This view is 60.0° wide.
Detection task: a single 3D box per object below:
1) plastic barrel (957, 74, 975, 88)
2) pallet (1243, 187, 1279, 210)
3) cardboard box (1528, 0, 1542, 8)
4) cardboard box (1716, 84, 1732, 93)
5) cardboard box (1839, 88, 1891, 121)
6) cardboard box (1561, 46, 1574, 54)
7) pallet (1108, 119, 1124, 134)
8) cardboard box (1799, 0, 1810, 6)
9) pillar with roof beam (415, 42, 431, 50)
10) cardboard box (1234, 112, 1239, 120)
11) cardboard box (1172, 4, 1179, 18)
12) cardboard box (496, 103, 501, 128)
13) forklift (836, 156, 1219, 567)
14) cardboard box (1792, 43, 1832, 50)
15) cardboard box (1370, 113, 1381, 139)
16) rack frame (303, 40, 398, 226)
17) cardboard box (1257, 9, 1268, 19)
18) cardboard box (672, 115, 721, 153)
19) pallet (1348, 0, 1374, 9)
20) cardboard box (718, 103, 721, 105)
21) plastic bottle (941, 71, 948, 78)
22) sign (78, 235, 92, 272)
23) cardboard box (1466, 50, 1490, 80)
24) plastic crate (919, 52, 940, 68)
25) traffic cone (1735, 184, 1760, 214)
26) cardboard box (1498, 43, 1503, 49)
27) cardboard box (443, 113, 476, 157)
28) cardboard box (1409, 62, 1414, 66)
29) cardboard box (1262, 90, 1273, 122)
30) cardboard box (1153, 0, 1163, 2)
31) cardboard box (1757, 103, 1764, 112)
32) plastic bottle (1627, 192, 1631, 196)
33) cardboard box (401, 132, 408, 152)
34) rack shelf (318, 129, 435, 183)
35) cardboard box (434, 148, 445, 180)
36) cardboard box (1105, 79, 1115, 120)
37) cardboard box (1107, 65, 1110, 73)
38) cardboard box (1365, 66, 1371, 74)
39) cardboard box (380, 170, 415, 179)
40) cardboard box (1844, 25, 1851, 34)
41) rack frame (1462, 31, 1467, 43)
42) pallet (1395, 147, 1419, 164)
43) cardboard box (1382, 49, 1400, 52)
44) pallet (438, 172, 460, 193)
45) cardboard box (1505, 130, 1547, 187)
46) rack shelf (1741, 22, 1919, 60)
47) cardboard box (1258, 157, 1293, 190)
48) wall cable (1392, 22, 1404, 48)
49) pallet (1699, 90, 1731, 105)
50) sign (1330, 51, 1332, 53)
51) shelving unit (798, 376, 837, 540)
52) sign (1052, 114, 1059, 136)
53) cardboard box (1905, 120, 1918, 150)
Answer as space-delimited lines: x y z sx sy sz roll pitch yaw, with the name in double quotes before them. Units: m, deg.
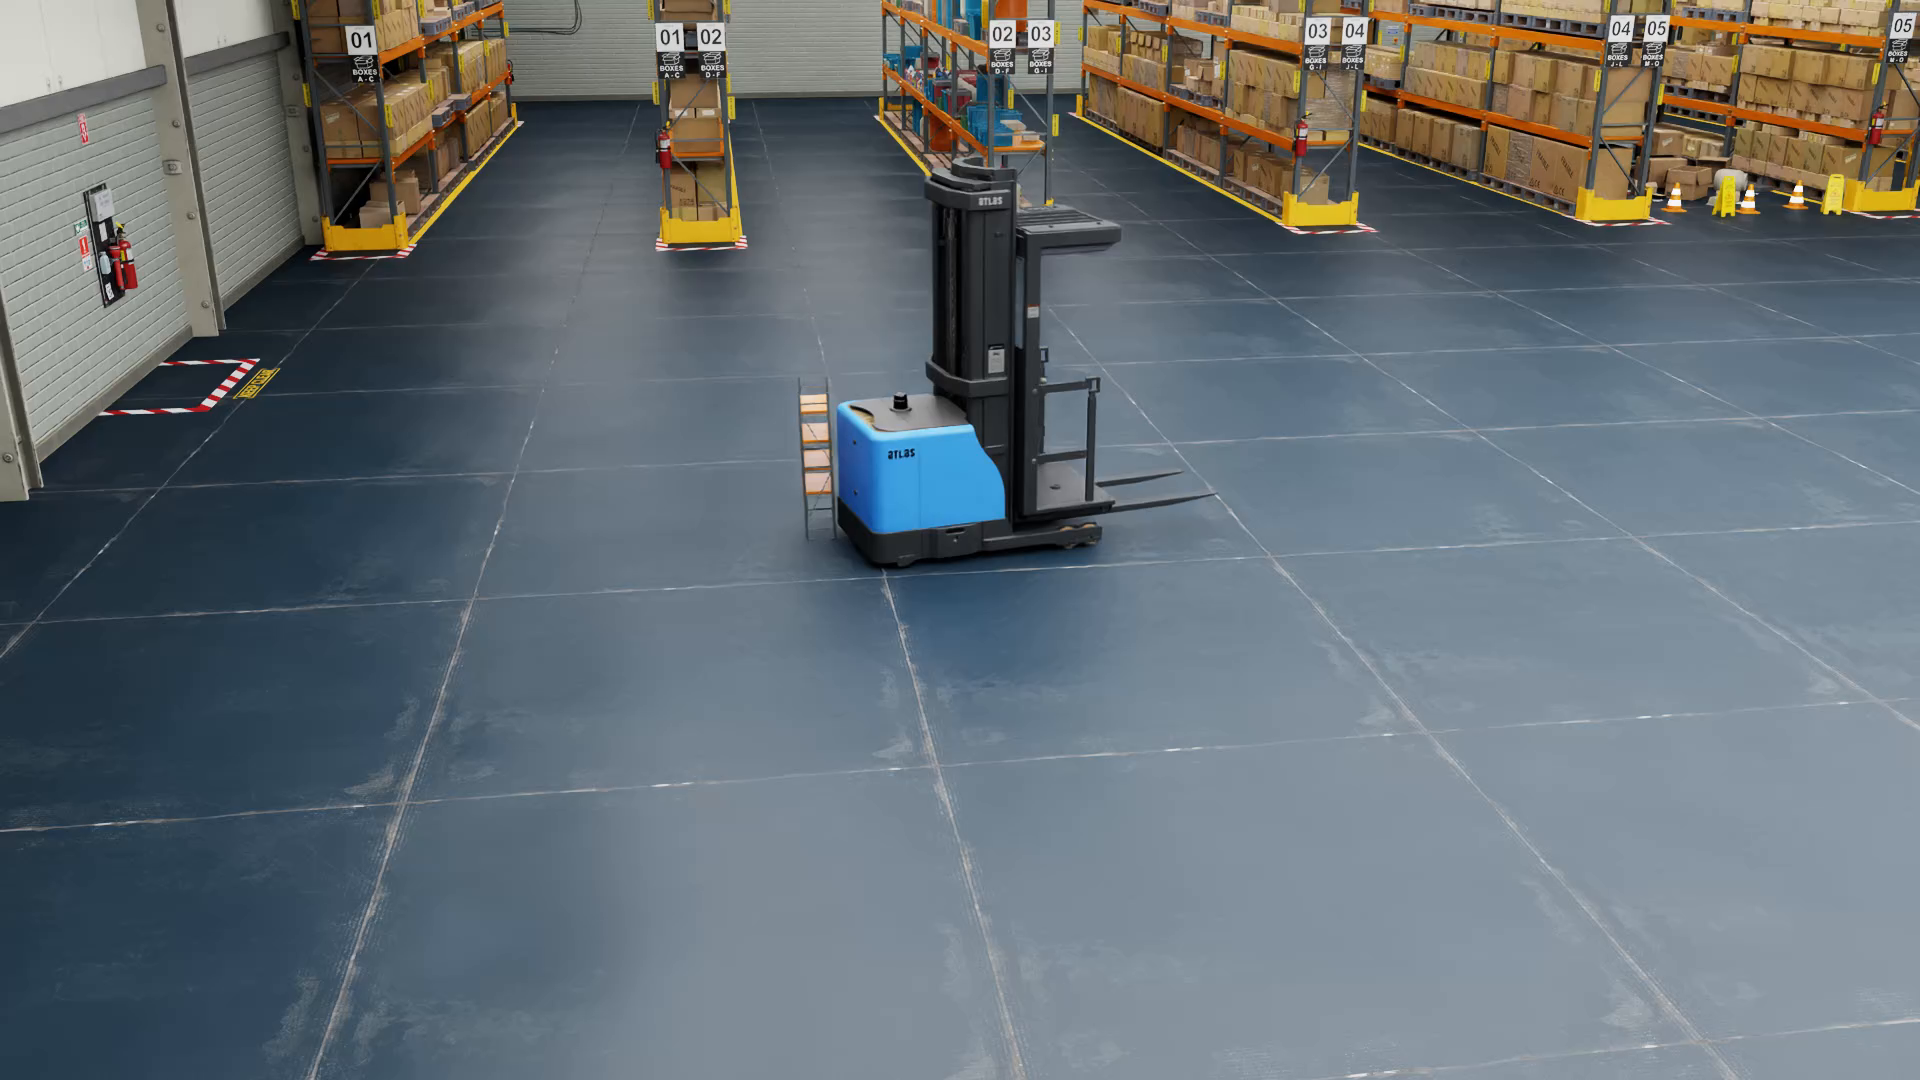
"plastic barrel" 0.132 -8.736 32.158 0.421 0.512 0.421 0 20 0
"pallet" 5.561 -5.933 28.800 1.003 0.211 1.213 -3 21 -8
"cardboard box" 10.114 -9.294 28.572 0.500 0.250 0.500 -3 21 -8
"cardboard box" 14.710 -8.637 31.812 0.380 0.149 0.250 -3 21 -7
"cardboard box" 15.283 -7.369 28.090 0.500 0.500 0.500 -3 21 -9
"cardboard box" 13.853 -11.163 37.245 0.500 0.500 0.500 -3 21 -9
"pallet" 4.065 -9.624 38.683 1.003 0.211 1.213 -3 21 -8
"cardboard box" 15.021 -9.481 29.245 0.380 0.149 0.250 -3 21 -9
"pillar with roof beam" -7.304 -13.140 35.537 9.100 9.000 0.400 -3 21 -8
"cardboard box" 5.071 -7.514 29.406 0.380 0.149 0.250 -3 21 -8
"cardboard box" 4.490 -10.438 32.803 0.500 0.250 0.500 -3 21 -7
"cardboard box" -10.755 -9.556 37.486 0.700 0.500 0.500 -2 21 -6
"forklift" 0.590 -1.473 12.972 3.031 2.935 1.130 -7 22 -19
"cardboard box" 18.973 -10.831 37.180 0.797 0.503 0.637 -3 21 -9
"cardboard box" 9.172 -8.914 35.768 0.500 0.500 0.500 -2 21 -6
"rack frame" -8.878 -5.759 24.349 1.000 3.000 0.127 -3 21 -8
"cardboard box" 5.218 -8.838 27.948 0.380 0.149 0.250 -3 21 -9
"cardboard box" -4.031 -6.219 25.438 0.700 0.500 0.500 -3 21 -8
"pallet" 9.156 -11.618 36.016 1.213 0.211 1.003 -3 21 -8
"cardboard box" -3.895 -6.685 25.759 0.380 0.149 0.250 -3 21 -8
"plastic bottle" -0.320 -9.653 34.845 0.144 0.351 0.185 -3 21 -8
"sign" -8.674 -2.843 16.490 0.001 0.329 0.234 -3 21 -8
"cardboard box" 10.020 -8.974 31.383 0.700 0.500 0.500 -3 21 -9
"plastic crate" -0.684 -10.794 37.651 0.402 0.464 0.583 -3 21 -8
"traffic cone" 13.246 -5.730 27.897 0.336 0.463 0.334 -3 21 -8
"cardboard box" 13.357 -11.891 40.623 0.500 0.500 0.500 -2 21 -6
"cardboard box" -10.007 -7.980 32.767 0.750 0.750 0.750 -3 21 -8
"cardboard box" 9.685 -9.983 34.992 0.380 0.149 0.250 -2 21 -5
"cardboard box" 5.555 -7.229 27.716 0.875 0.500 0.500 -3 21 -8
"cardboard box" 4.303 -11.429 34.500 0.500 0.500 0.500 -2 21 -5
"cardboard box" 14.941 -7.975 30.641 0.380 0.149 0.250 -3 21 -8
"plastic bottle" 11.841 -6.181 29.677 0.283 0.061 0.133 -11 23 -26
"cardboard box" -8.723 -6.062 25.346 0.500 0.250 0.500 -4 21 -9
"rack shelf" -9.166 -6.115 26.329 1.077 0.370 4.000 -3 21 -8
"cardboard box" -9.735 -6.788 30.048 0.700 0.500 0.500 -3 21 -7
"cardboard box" 3.952 -10.409 39.235 0.875 0.875 0.875 -3 21 -8
"cardboard box" 3.618 -10.902 38.477 0.380 0.149 0.250 -3 21 -7
"cardboard box" 8.927 -10.075 35.663 0.380 0.149 0.250 -4 21 -10
"cardboard box" -9.265 -5.822 27.460 0.500 0.500 0.500 -4 21 -12
"cardboard box" 15.262 -8.675 28.227 0.380 0.149 0.250 -3 21 -7
"rack frame" 13.327 -12.548 42.526 1.000 3.000 0.127 -3 21 -8
"pallet" 9.636 -7.911 34.095 1.003 0.211 1.213 -3 21 -8
"cardboard box" 9.458 -10.656 36.368 0.380 0.149 0.250 -4 21 -10
"pallet" -9.747 -6.531 30.400 1.003 0.211 1.213 -3 21 -8
"cardboard box" 10.328 -6.777 29.510 0.875 0.875 0.875 -3 21 -7
"rack shelf" 15.345 -8.769 29.149 1.077 0.370 4.000 -3 21 -8
"cardboard box" 5.526 -6.370 28.956 0.500 0.500 0.500 -5 21 -13
"wall cable" 12.491 -14.990 47.567 0.585 1.953 0.123 -3 21 -8
"pallet" 15.091 -8.576 32.163 1.003 0.211 1.213 -3 21 -8
"sign" 8.484 -11.254 37.824 0.100 0.325 0.005 -3 21 -8
"shelving unit" -1.138 -0.652 13.238 0.258 1.200 0.503 -3 21 -4
"sign" 1.471 -6.415 25.708 0.100 0.325 0.005 -3 21 -8
"cardboard box" 19.778 -8.178 33.620 0.875 0.625 0.625 -3 21 -8
